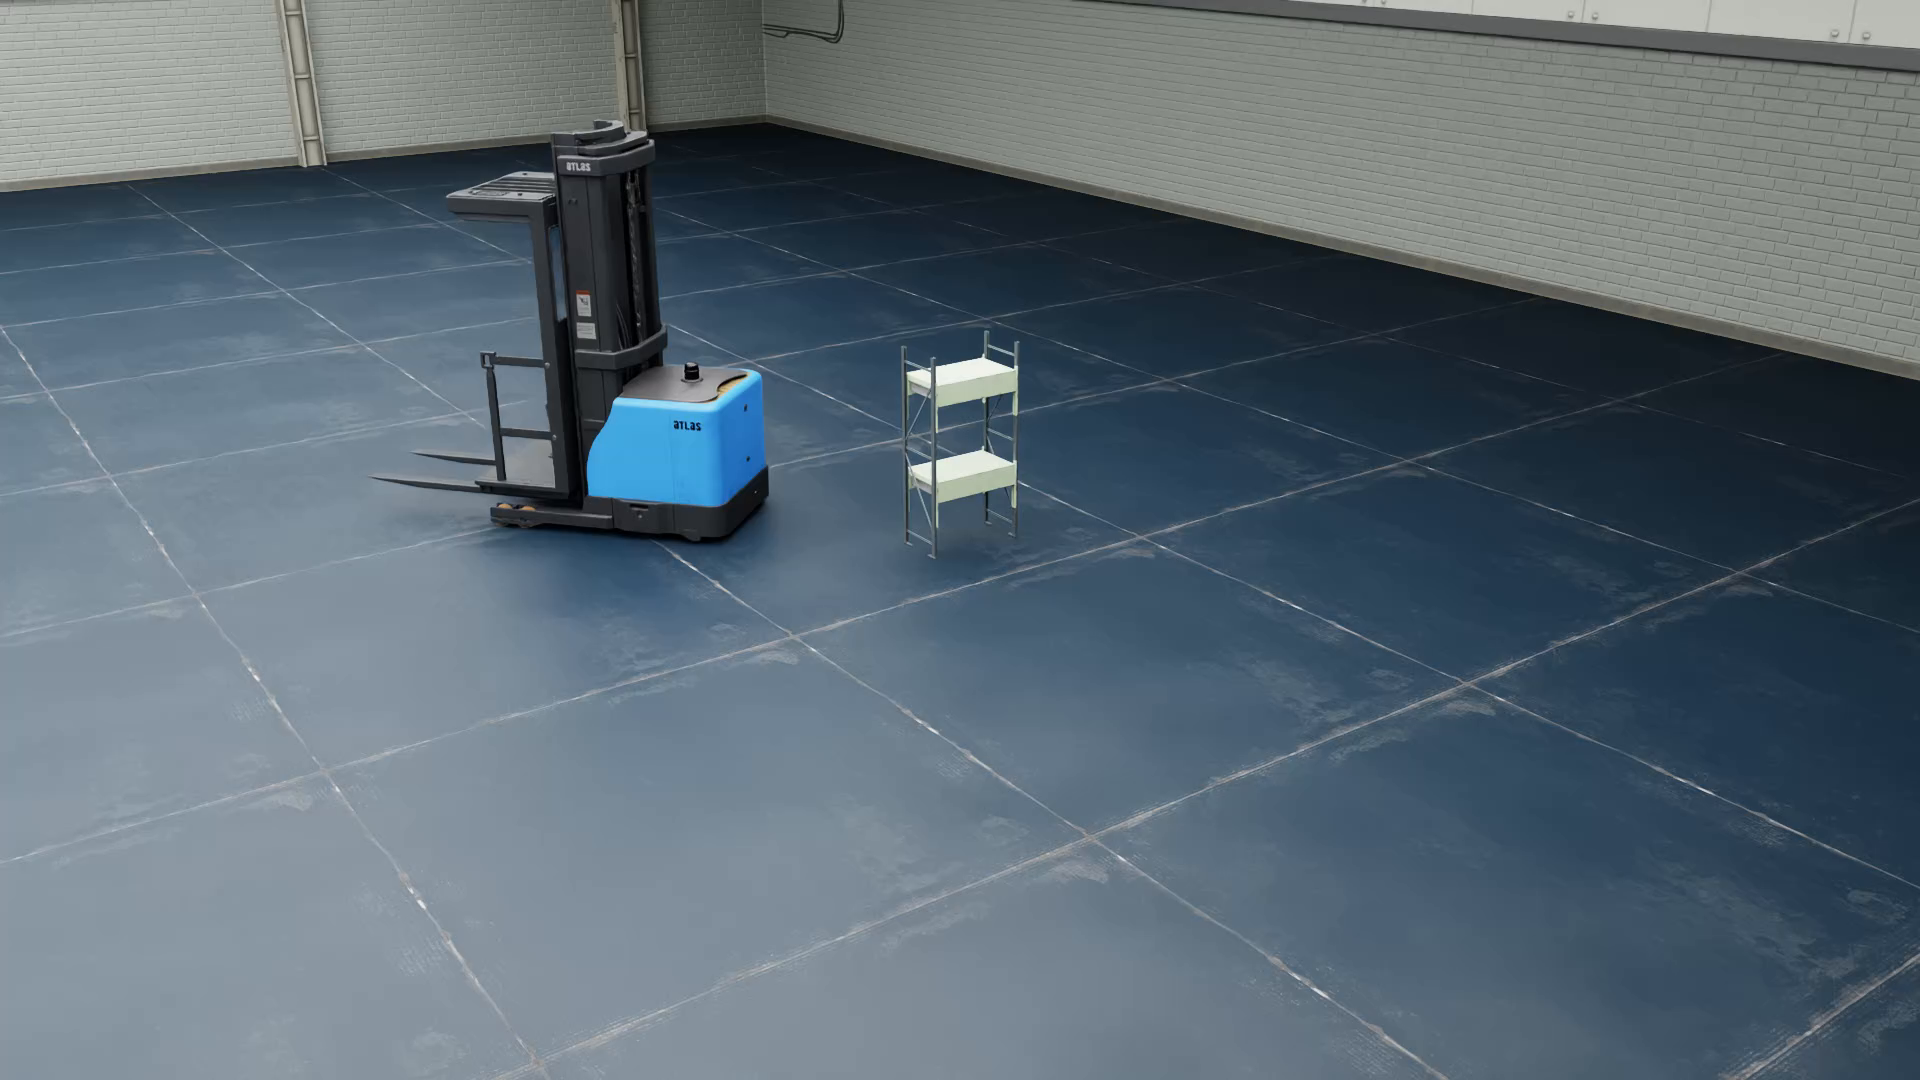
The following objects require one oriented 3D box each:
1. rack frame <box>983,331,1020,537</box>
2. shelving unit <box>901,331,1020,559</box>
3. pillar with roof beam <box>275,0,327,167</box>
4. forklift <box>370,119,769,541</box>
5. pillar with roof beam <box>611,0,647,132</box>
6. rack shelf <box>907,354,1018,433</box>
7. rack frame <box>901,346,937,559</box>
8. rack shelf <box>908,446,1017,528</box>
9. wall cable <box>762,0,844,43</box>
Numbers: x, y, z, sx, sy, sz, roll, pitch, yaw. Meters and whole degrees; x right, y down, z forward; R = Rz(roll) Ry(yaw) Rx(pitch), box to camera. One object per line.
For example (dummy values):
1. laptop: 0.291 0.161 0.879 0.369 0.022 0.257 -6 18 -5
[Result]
1. rack frame: 0.303 -0.777 12.321 0.023 1.500 0.400 -15 26 -33
2. shelving unit: 0.005 -0.698 12.122 0.755 1.500 0.431 -15 26 -33
3. pillar with roof beam: -8.585 -9.320 23.611 0.400 9.000 9.100 -15 26 -33
4. forklift: -3.079 -1.631 12.528 3.031 2.935 1.130 5 22 13
5. pillar with roof beam: -3.714 -10.619 26.866 0.400 9.000 9.100 -15 26 -33
6. rack shelf: 0.005 -1.061 11.977 0.720 0.370 0.431 -15 26 -33
7. rack frame: -0.292 -0.619 11.924 0.023 1.500 0.400 -15 26 -33
8. rack shelf: 0.005 -0.395 12.243 0.720 0.370 0.431 -15 26 -33
9. wall cable: -3.065 -10.712 31.288 0.112 2.526 3.097 -15 26 -33
